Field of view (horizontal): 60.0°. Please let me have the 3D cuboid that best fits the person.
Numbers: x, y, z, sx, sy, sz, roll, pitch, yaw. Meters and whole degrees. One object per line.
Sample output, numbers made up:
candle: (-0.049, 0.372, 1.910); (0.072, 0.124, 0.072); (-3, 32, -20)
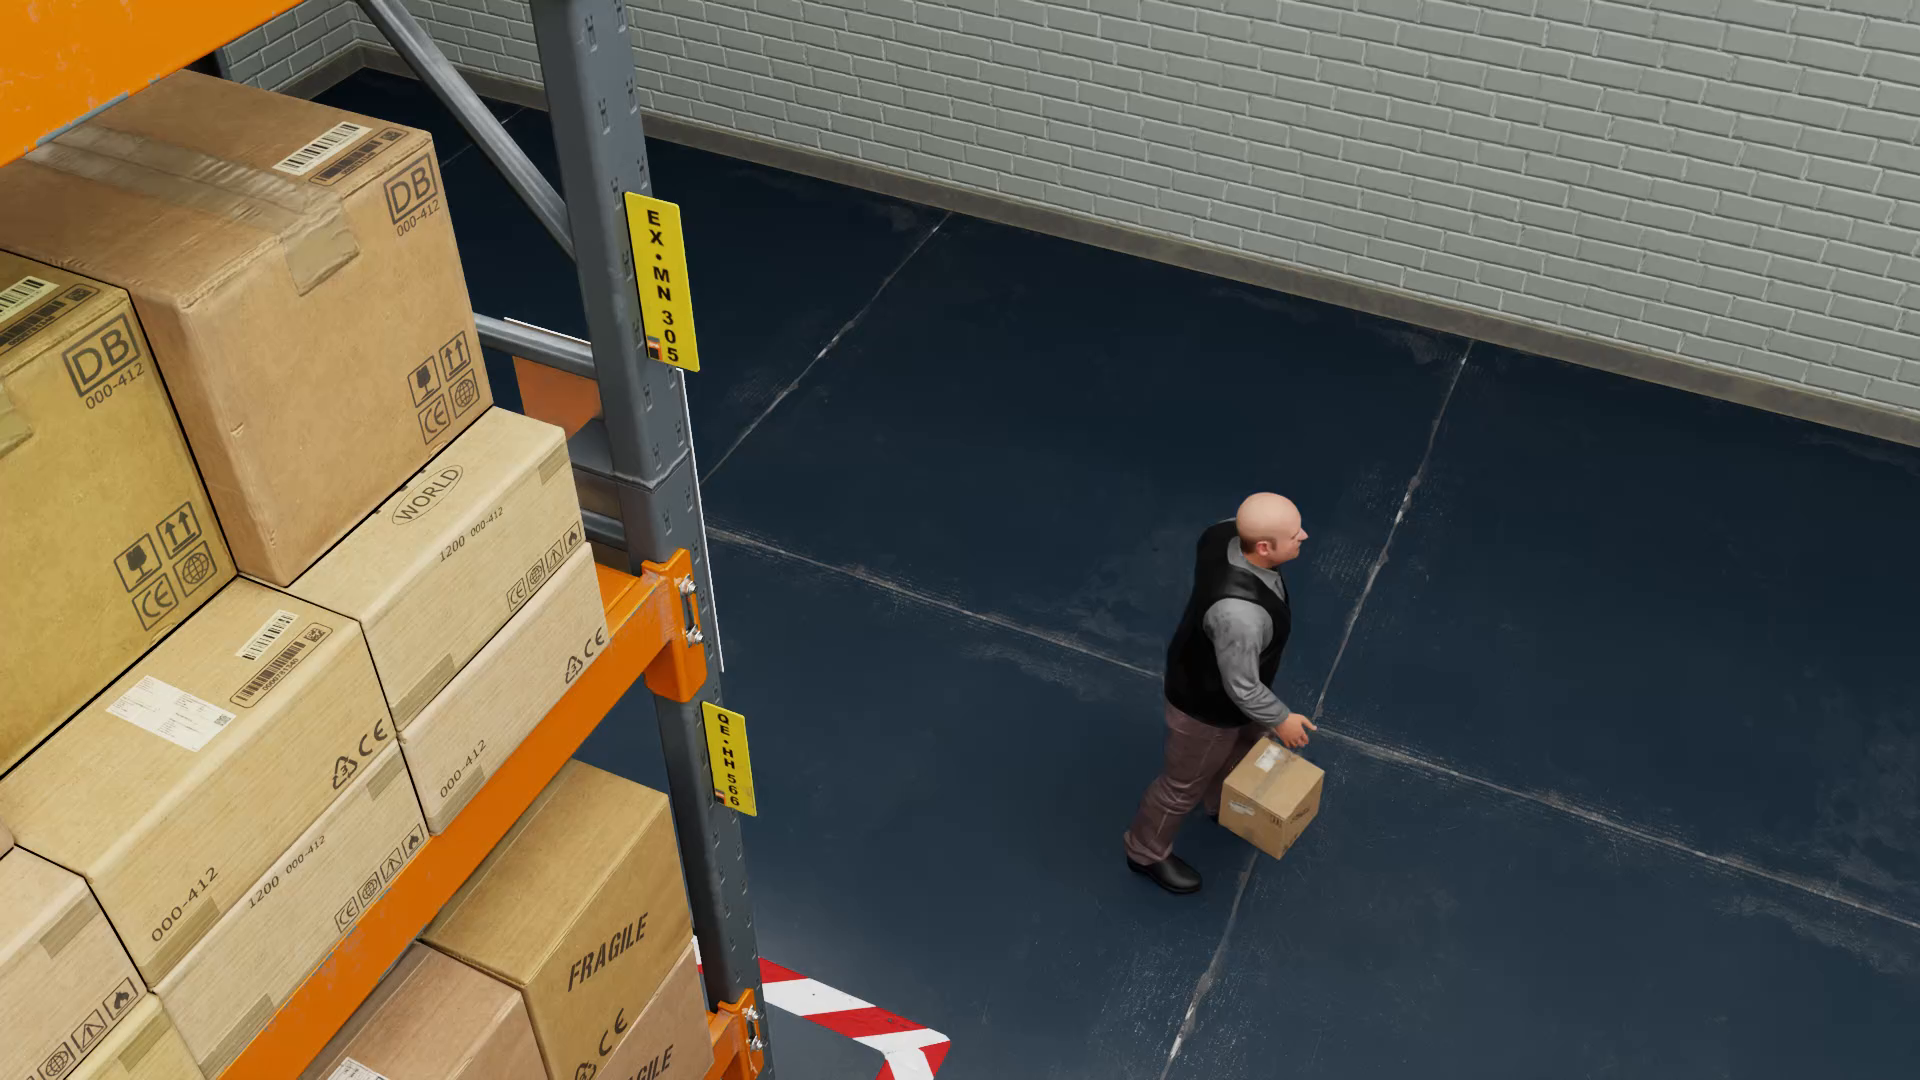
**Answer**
person: (0.906, 0.508, 5.620); (0.598, 1.705, 0.625); (6, 42, 7)
